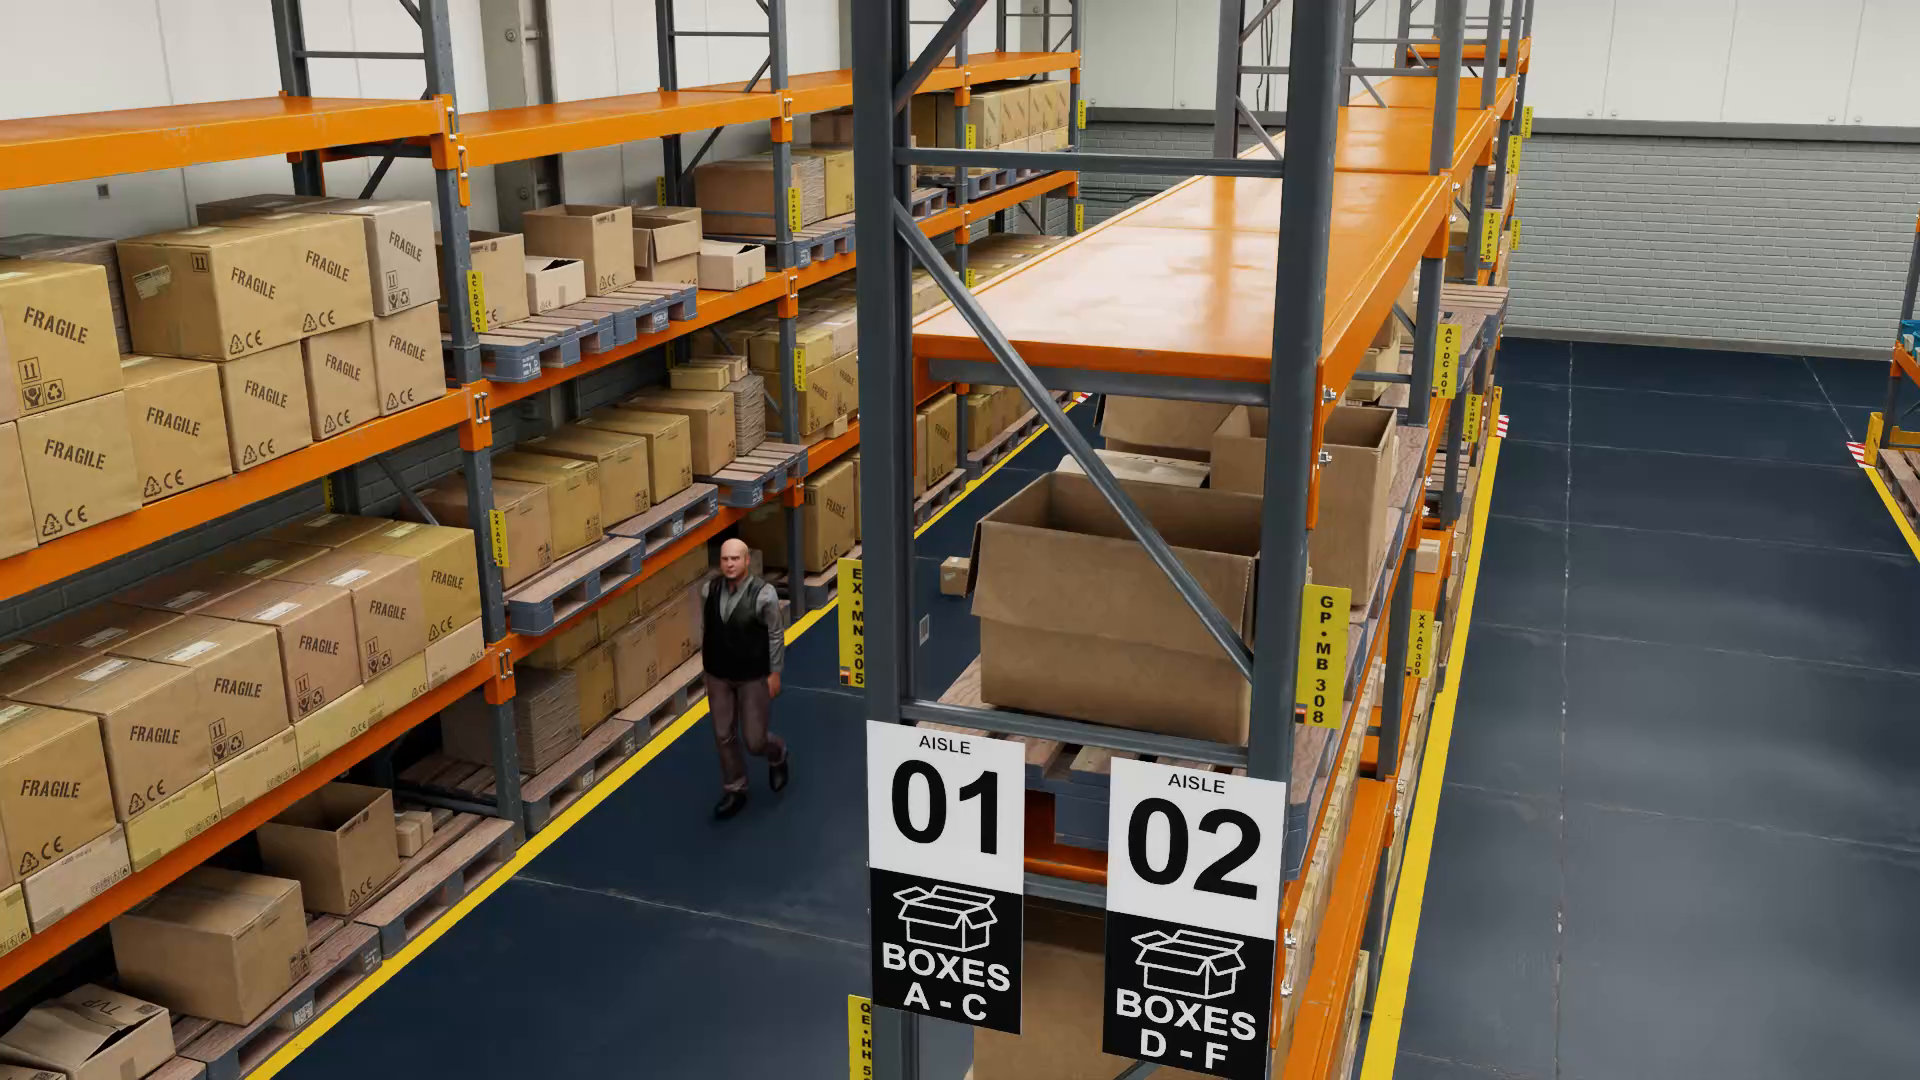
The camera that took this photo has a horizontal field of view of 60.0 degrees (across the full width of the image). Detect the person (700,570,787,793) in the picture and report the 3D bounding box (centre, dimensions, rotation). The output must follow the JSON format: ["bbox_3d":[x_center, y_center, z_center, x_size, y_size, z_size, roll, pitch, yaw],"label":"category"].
[{"bbox_3d":[-1.313,0.873,10.163,0.538,1.456,0.477,6,20,18],"label":"person"}]
